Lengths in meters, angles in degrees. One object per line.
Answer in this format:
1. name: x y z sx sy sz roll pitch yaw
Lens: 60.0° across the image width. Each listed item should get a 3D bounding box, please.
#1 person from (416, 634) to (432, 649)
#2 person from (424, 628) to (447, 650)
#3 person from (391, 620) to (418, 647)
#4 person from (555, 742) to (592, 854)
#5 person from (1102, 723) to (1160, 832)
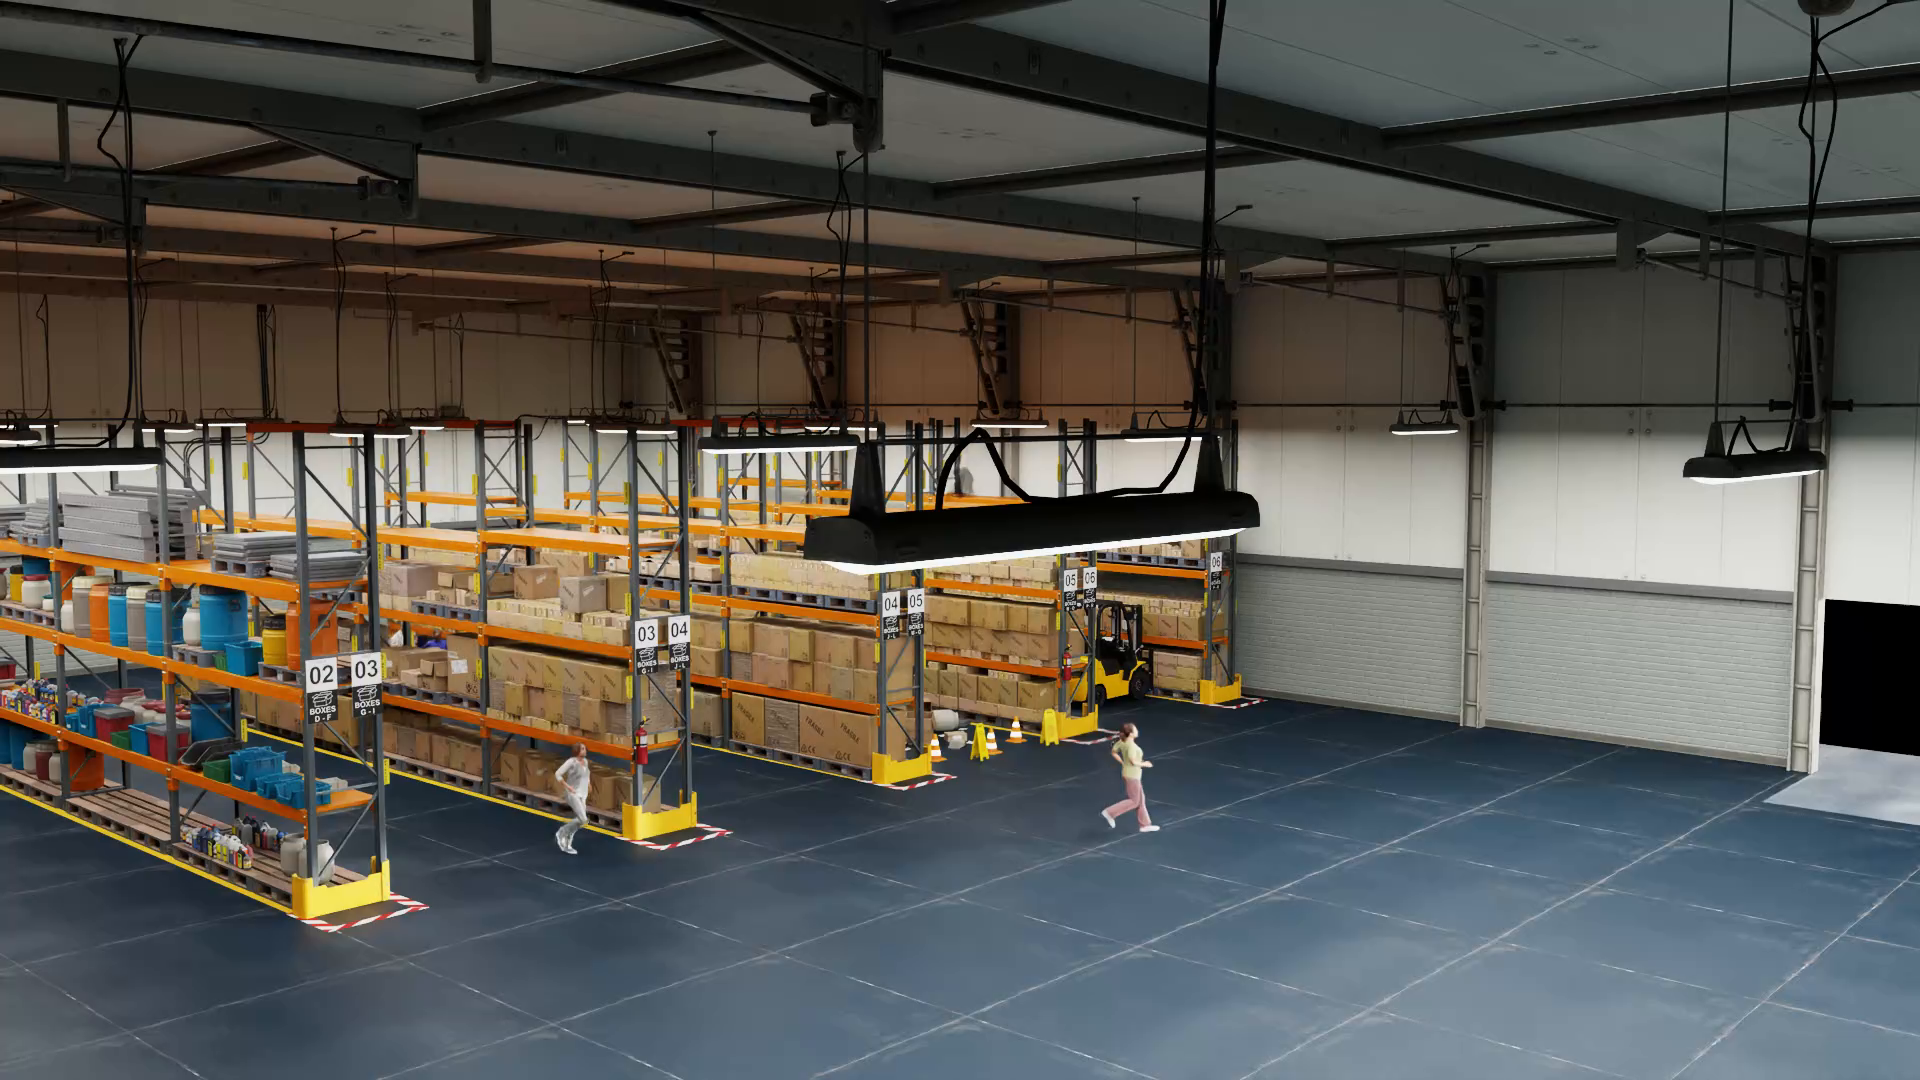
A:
1. person: -12.937 2.265 40.224 0.536 1.574 0.650 0 5 1
2. person: -10.869 2.675 34.683 0.561 1.689 0.866 -4 6 -40
3. person: -11.852 2.539 35.606 0.678 1.769 0.868 -4 6 -42
4. person: -5.417 3.640 23.528 0.497 1.565 0.532 2 5 22
5. person: 2.499 3.496 24.444 0.924 1.645 0.580 -1 5 -15
